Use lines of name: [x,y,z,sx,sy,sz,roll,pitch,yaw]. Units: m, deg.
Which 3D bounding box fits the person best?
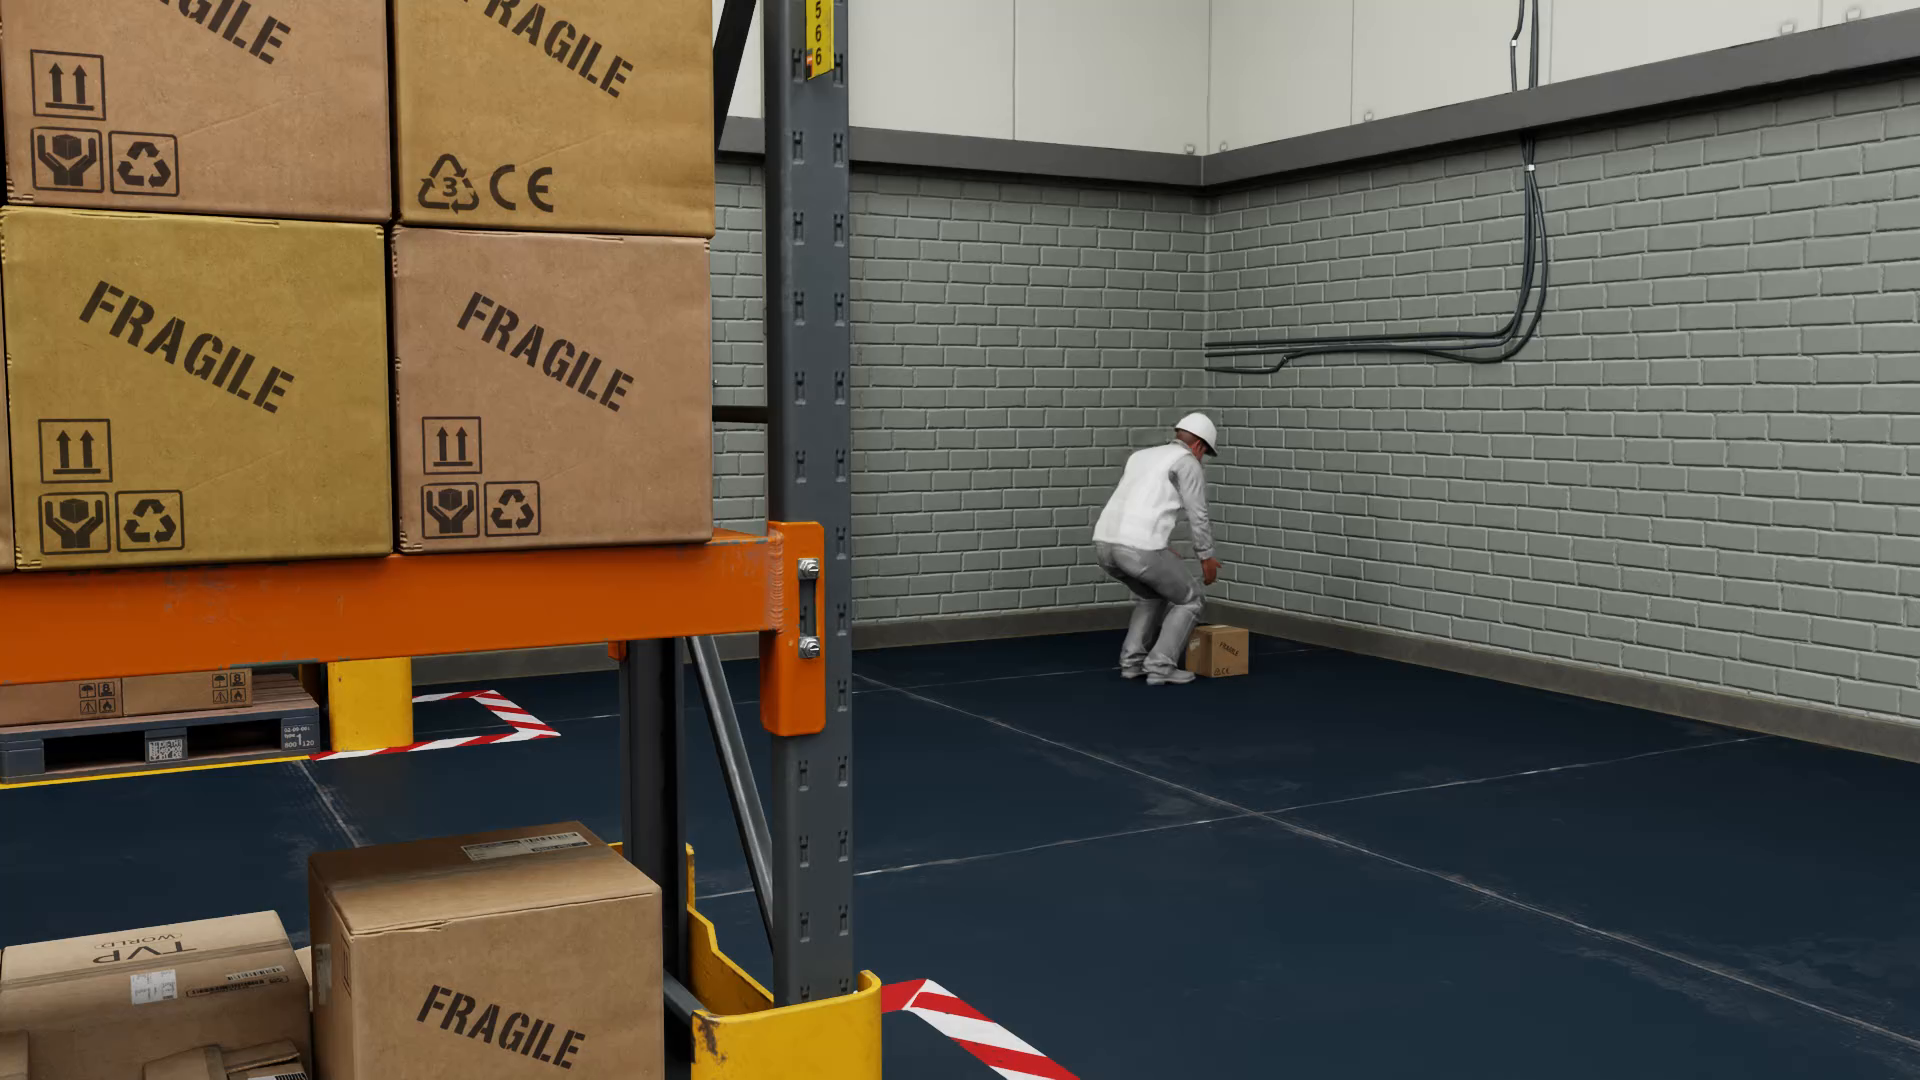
person: [1.078,0.038,9.056,0.753,1.449,0.591,-3,6,-29]
